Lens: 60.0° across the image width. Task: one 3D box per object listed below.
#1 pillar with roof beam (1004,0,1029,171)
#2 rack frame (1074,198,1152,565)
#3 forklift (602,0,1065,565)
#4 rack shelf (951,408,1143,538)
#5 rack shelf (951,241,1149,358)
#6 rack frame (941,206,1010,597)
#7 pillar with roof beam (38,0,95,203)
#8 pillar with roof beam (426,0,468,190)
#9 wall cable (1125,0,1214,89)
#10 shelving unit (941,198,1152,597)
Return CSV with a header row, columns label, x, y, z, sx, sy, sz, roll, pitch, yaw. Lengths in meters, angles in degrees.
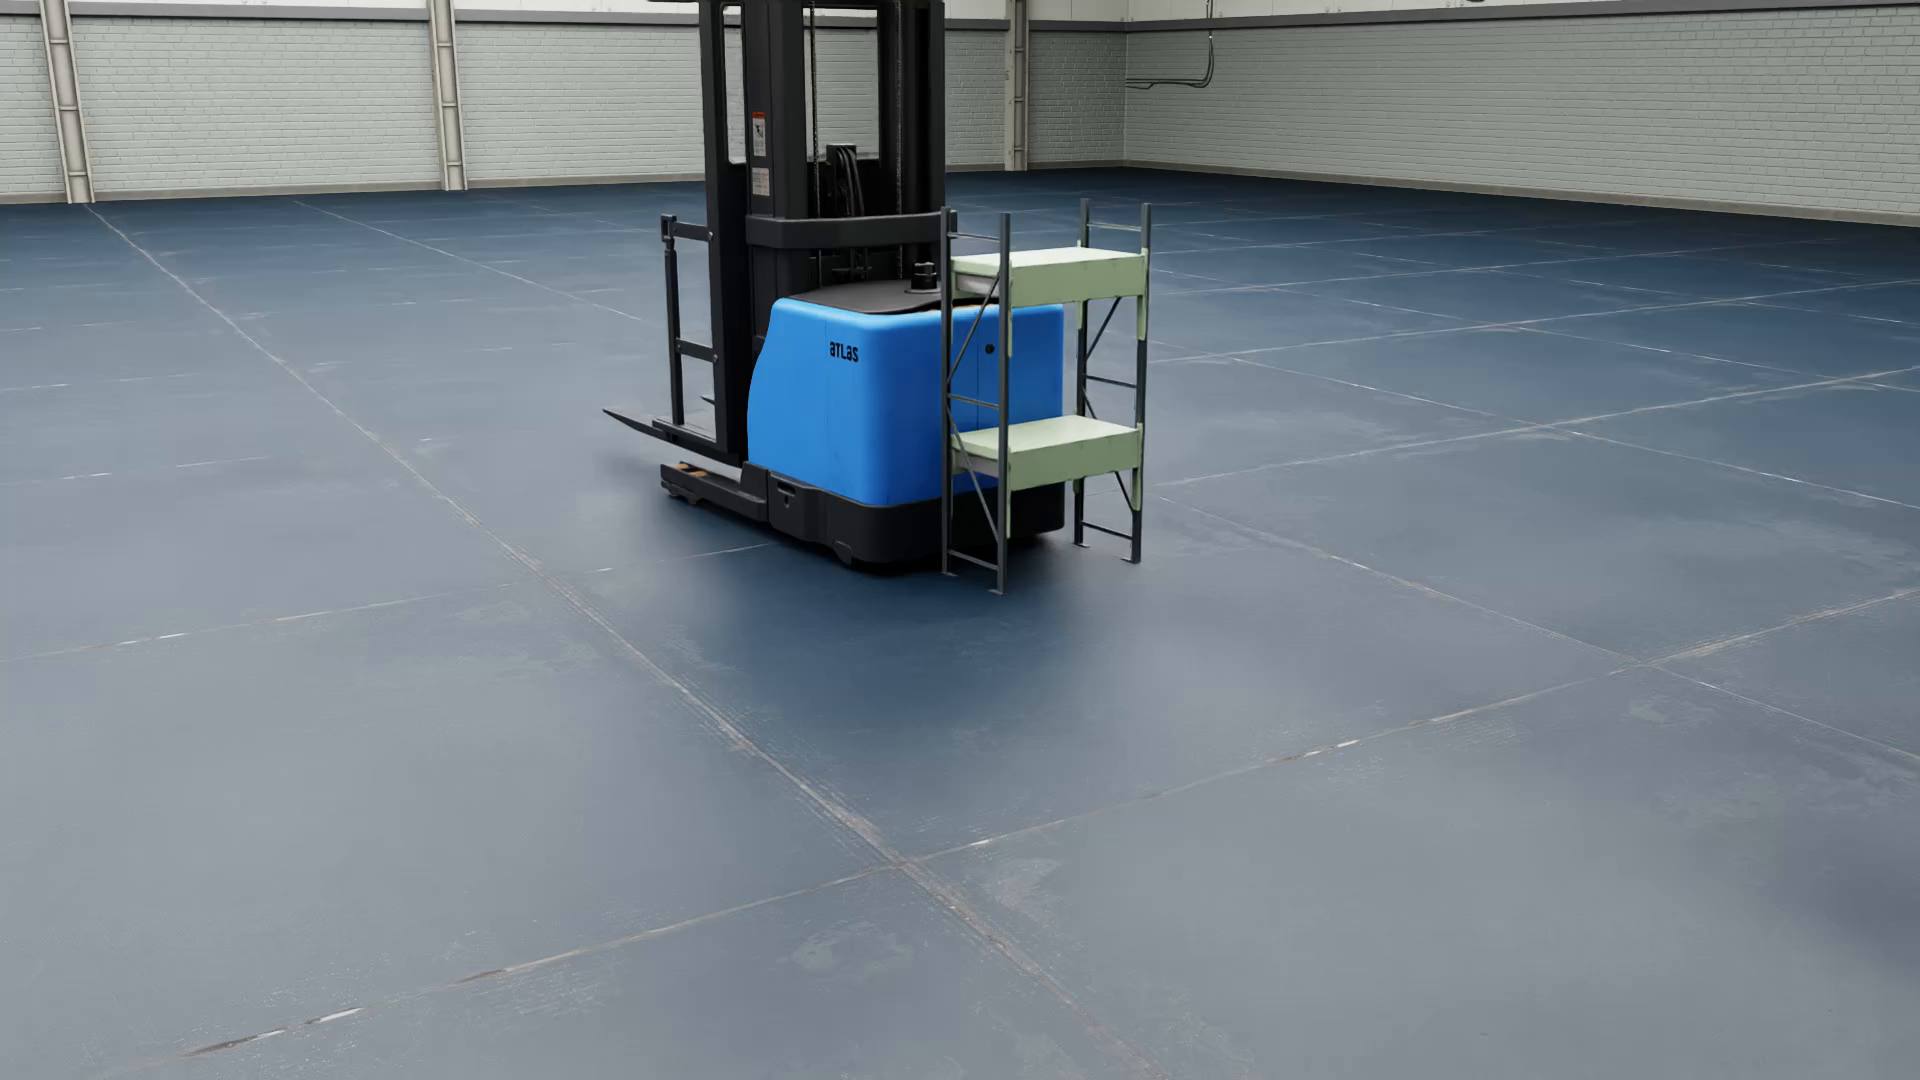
label,x,y,z,sx,sy,sz,roll,pitch,yaw
pillar with roof beam,3.419,-11.306,31.072,0.400,9.000,9.100,-9,18,-30
rack frame,0.635,-0.662,6.993,0.023,1.500,0.400,-12,20,-36
forklift,-0.812,-1.647,7.856,1.130,2.935,3.031,-11,19,-35
rack shelf,0.346,-0.287,6.864,0.720,0.370,0.431,-12,20,-36
rack shelf,0.346,-0.977,6.671,0.720,0.370,0.431,-12,20,-36
rack frame,0.057,-0.541,6.560,0.023,1.500,0.400,-12,20,-36
pillar with roof beam,-12.010,-8.804,22.146,0.400,9.000,9.100,-9,18,-30
pillar with roof beam,-6.867,-9.638,25.121,0.400,9.000,9.100,-9,18,-30
wall cable,4.409,-10.911,35.414,0.112,2.526,3.097,-9,18,-30
shelving unit,0.346,-0.601,6.776,0.755,1.500,0.431,-12,20,-36
